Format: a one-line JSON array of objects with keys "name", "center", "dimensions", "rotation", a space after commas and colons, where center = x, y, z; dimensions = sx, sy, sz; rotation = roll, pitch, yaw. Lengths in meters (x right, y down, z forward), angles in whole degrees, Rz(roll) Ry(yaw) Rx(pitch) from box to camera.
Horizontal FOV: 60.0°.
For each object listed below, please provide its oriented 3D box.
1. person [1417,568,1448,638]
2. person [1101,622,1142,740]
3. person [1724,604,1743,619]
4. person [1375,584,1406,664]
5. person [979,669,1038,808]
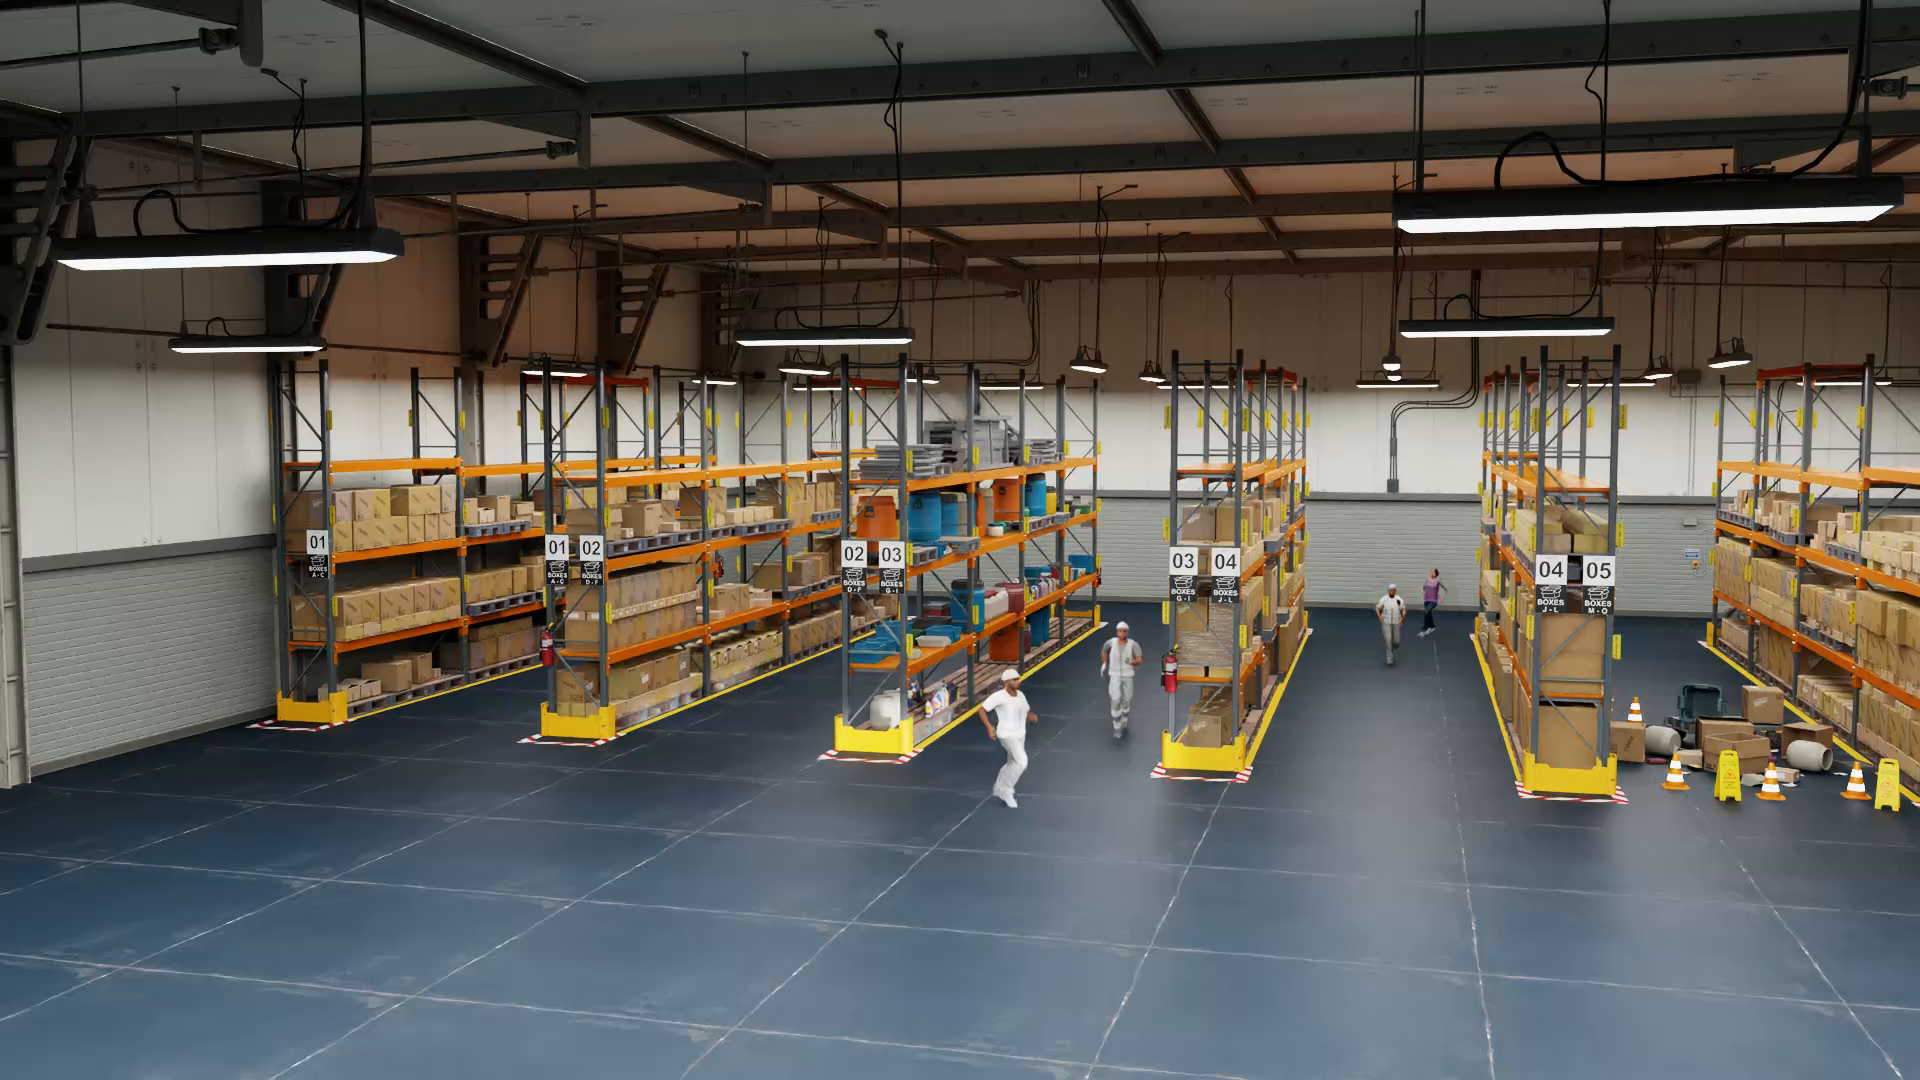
[{"name": "person", "center": [10.897, 1.442, 38.388], "dimensions": [0.723, 1.603, 0.601], "rotation": [-3, 5, -38]}, {"name": "person", "center": [2.560, 2.208, 26.374], "dimensions": [0.643, 1.844, 0.876], "rotation": [0, 4, 3]}, {"name": "person", "center": [17.760, 1.500, 37.945], "dimensions": [0.707, 1.561, 0.661], "rotation": [3, 5, 33]}, {"name": "person", "center": [8.895, 1.720, 34.370], "dimensions": [0.628, 1.636, 0.583], "rotation": [1, 4, 8]}, {"name": "person", "center": [0.683, 2.574, 21.605], "dimensions": [0.725, 1.793, 0.676], "rotation": [3, 5, 38]}]
